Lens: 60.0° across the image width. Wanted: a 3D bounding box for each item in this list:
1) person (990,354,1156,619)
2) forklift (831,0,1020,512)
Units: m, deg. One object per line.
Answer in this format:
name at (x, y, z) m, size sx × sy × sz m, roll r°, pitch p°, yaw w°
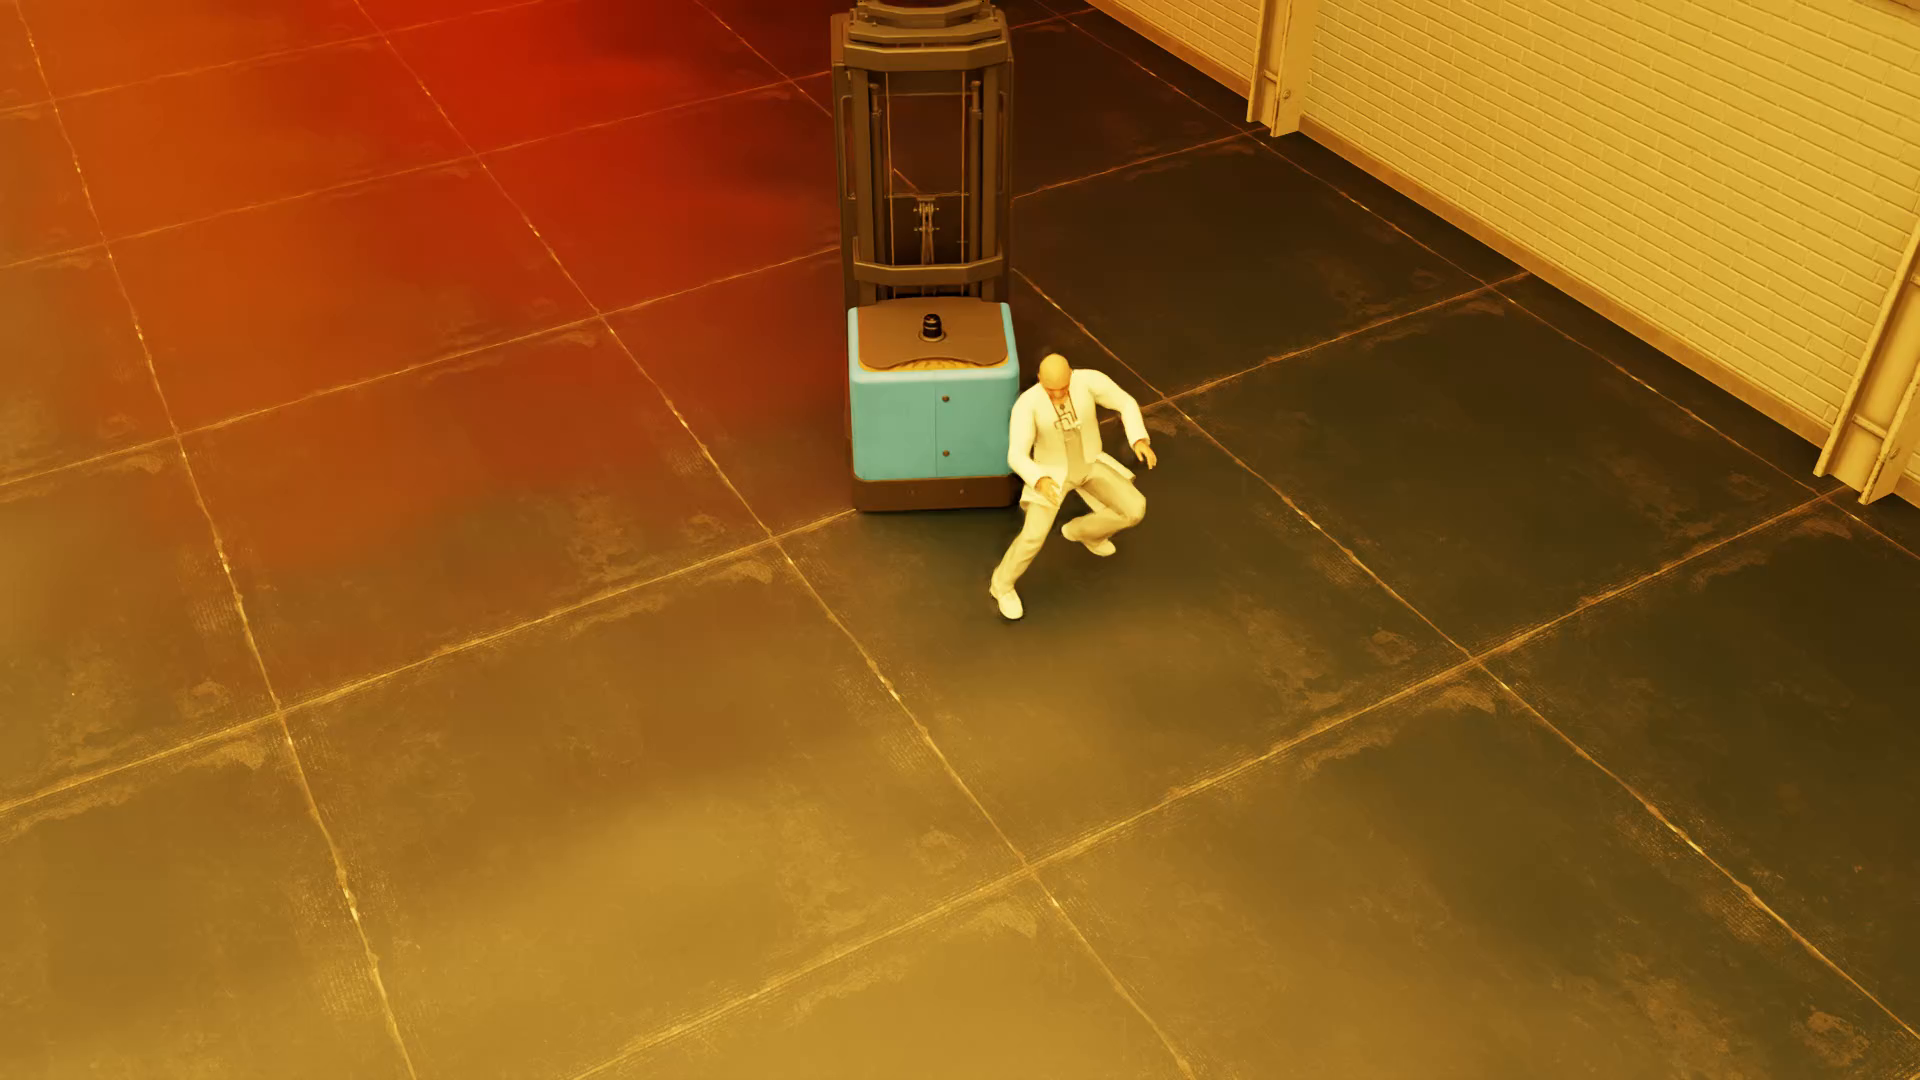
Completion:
person at (0.627, -0.320, 9.507) m, size 0.912 × 1.535 × 0.818 m, roll -10°, pitch 41°, yaw -12°
forklift at (-0.238, -2.232, 10.727) m, size 1.130 × 2.935 × 3.031 m, roll -2°, pitch 40°, yaw -3°
